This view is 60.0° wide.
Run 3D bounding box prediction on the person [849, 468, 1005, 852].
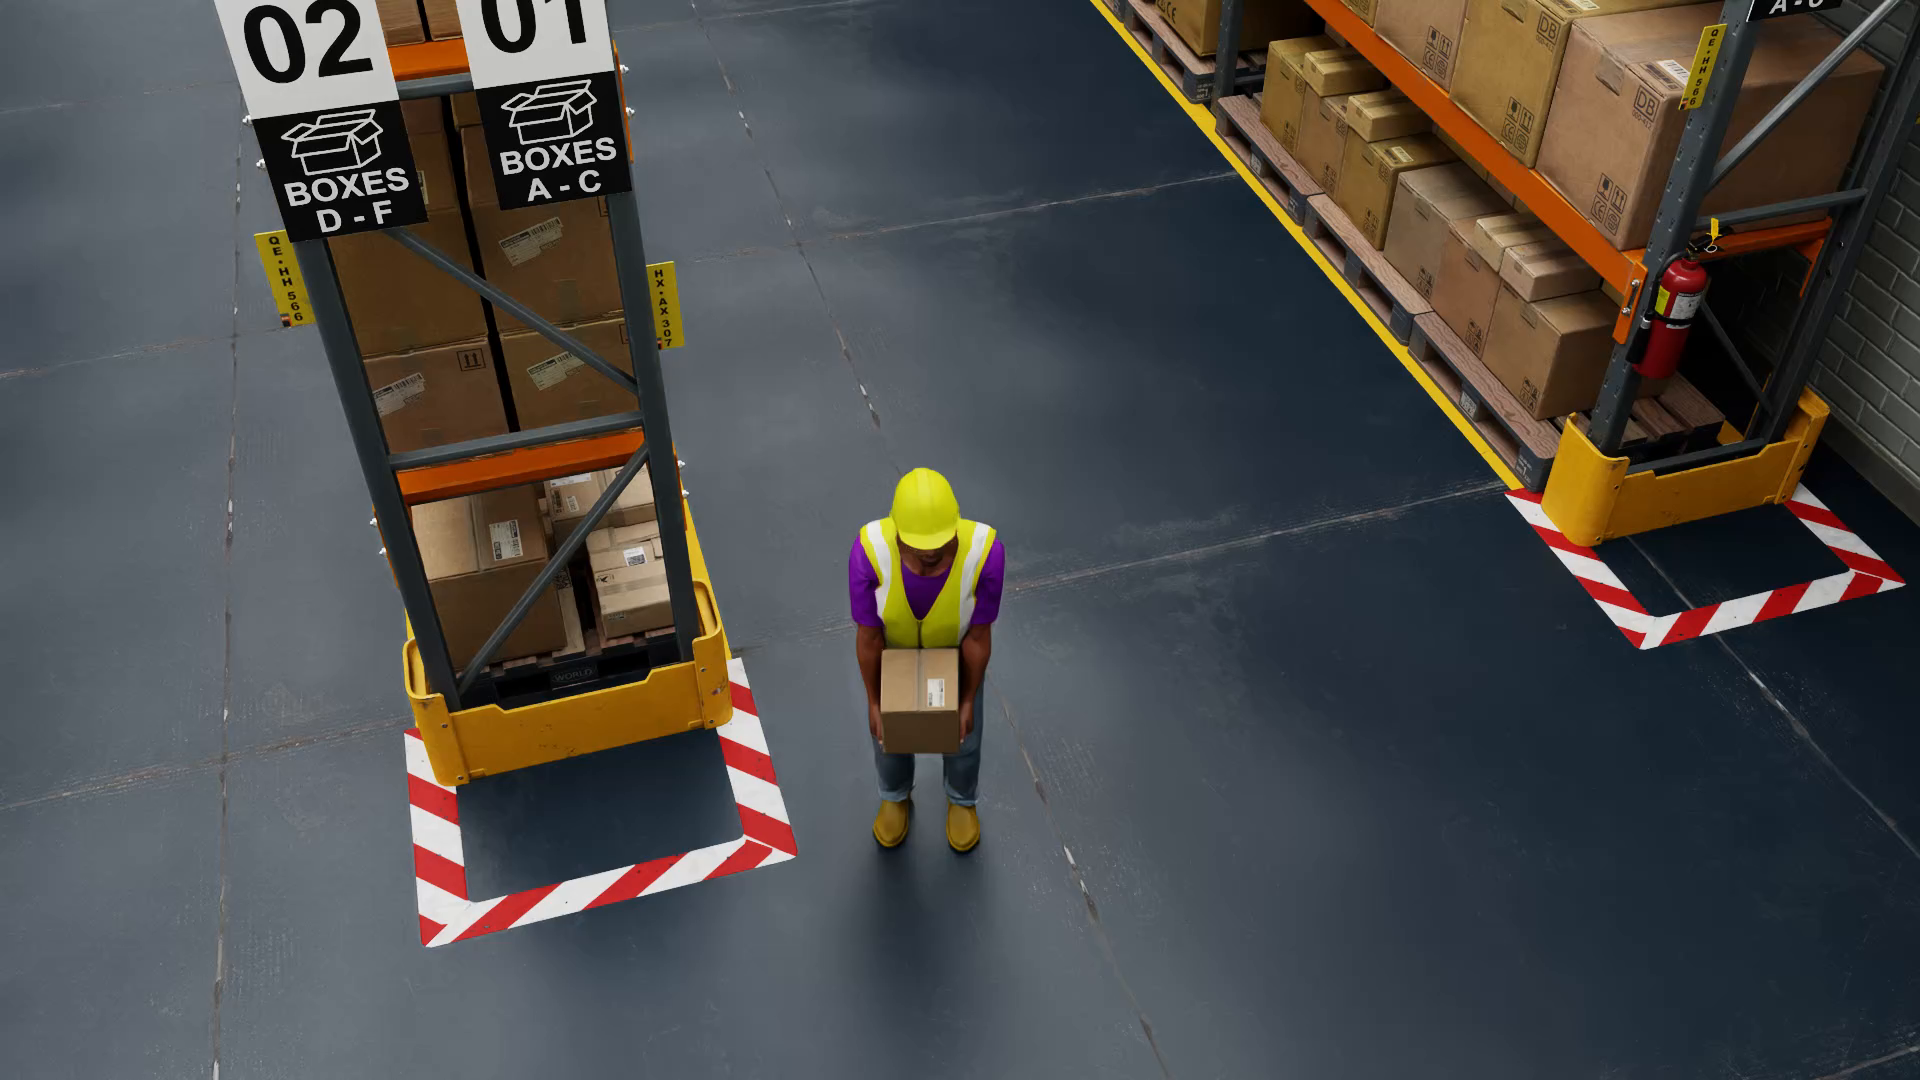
[{"bbox_3d":[-0.109,0.452,5.655,0.503,1.745,0.583,2,42,2],"label":"person"}]
